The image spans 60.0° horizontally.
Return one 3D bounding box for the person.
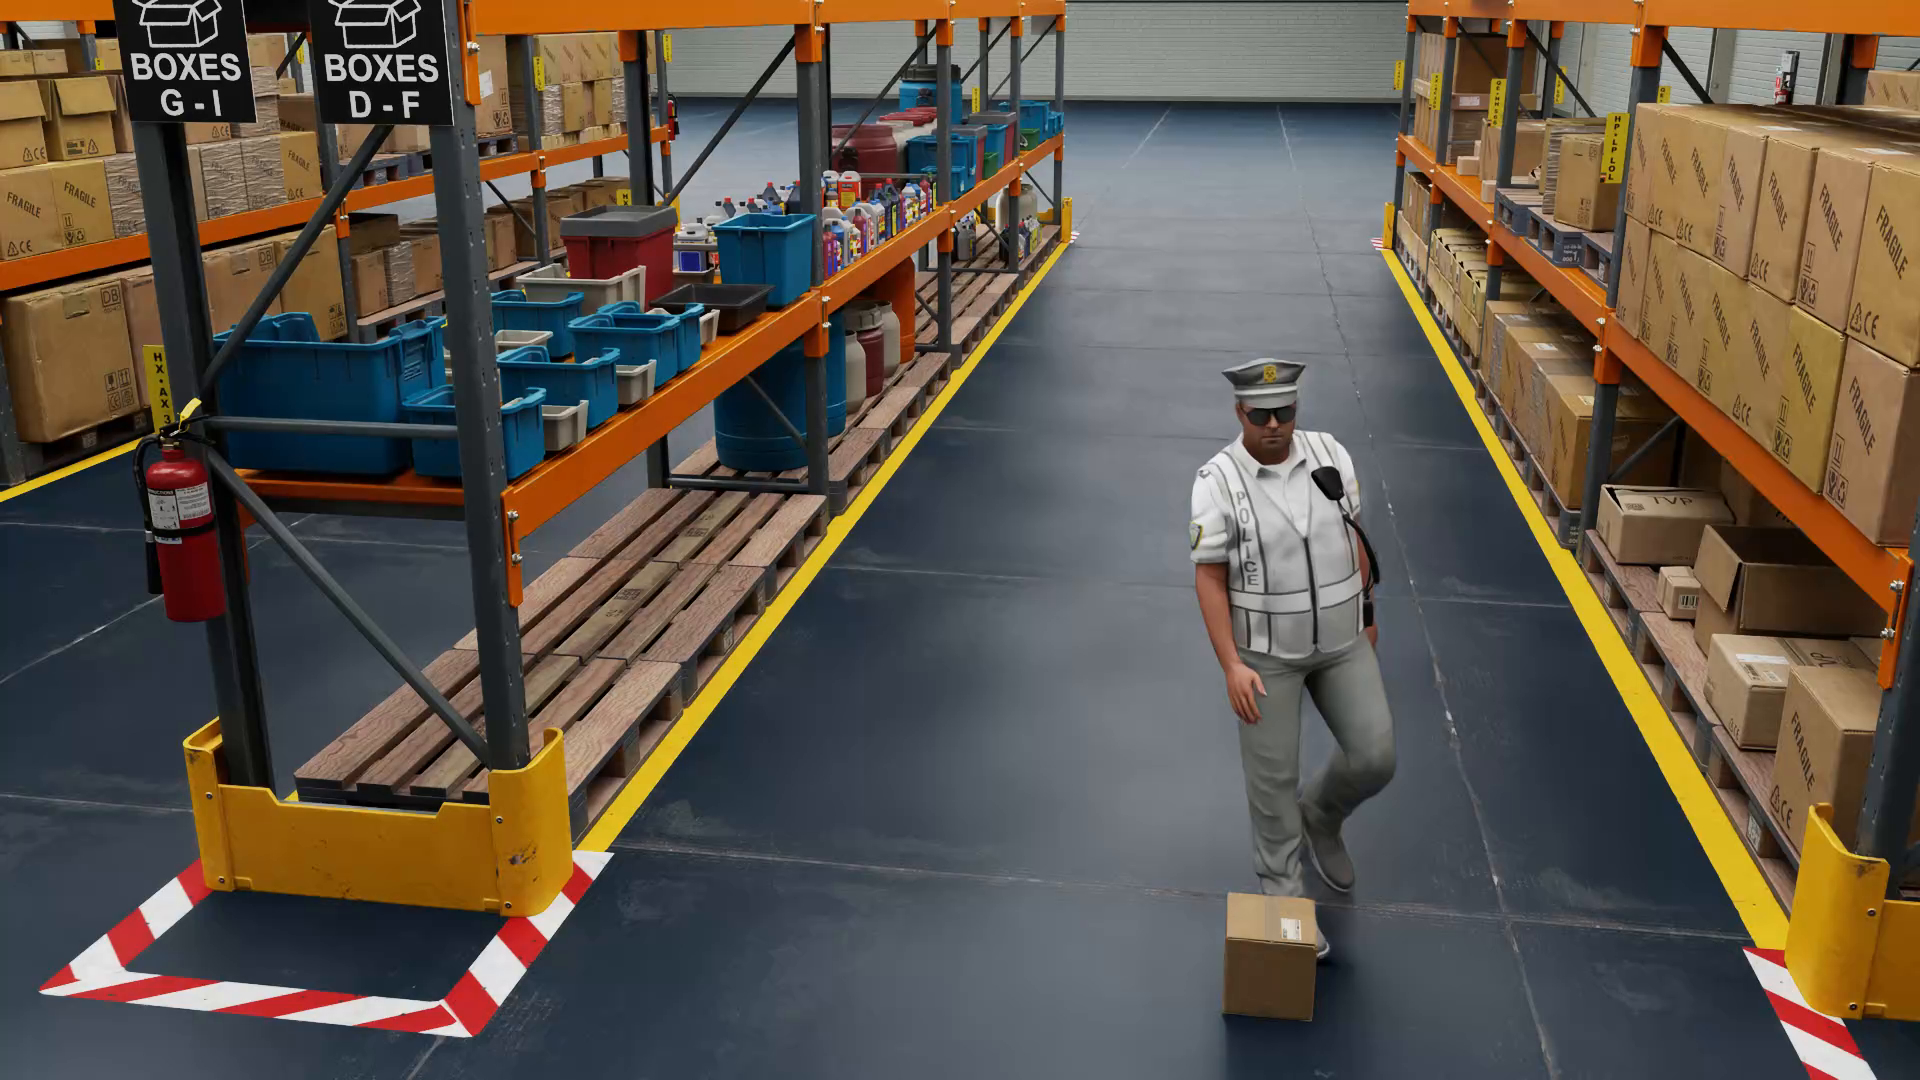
[{"bbox_3d":[1.007,0.337,4.960,0.634,1.754,0.600,-2,18,-8],"label":"person"}]
